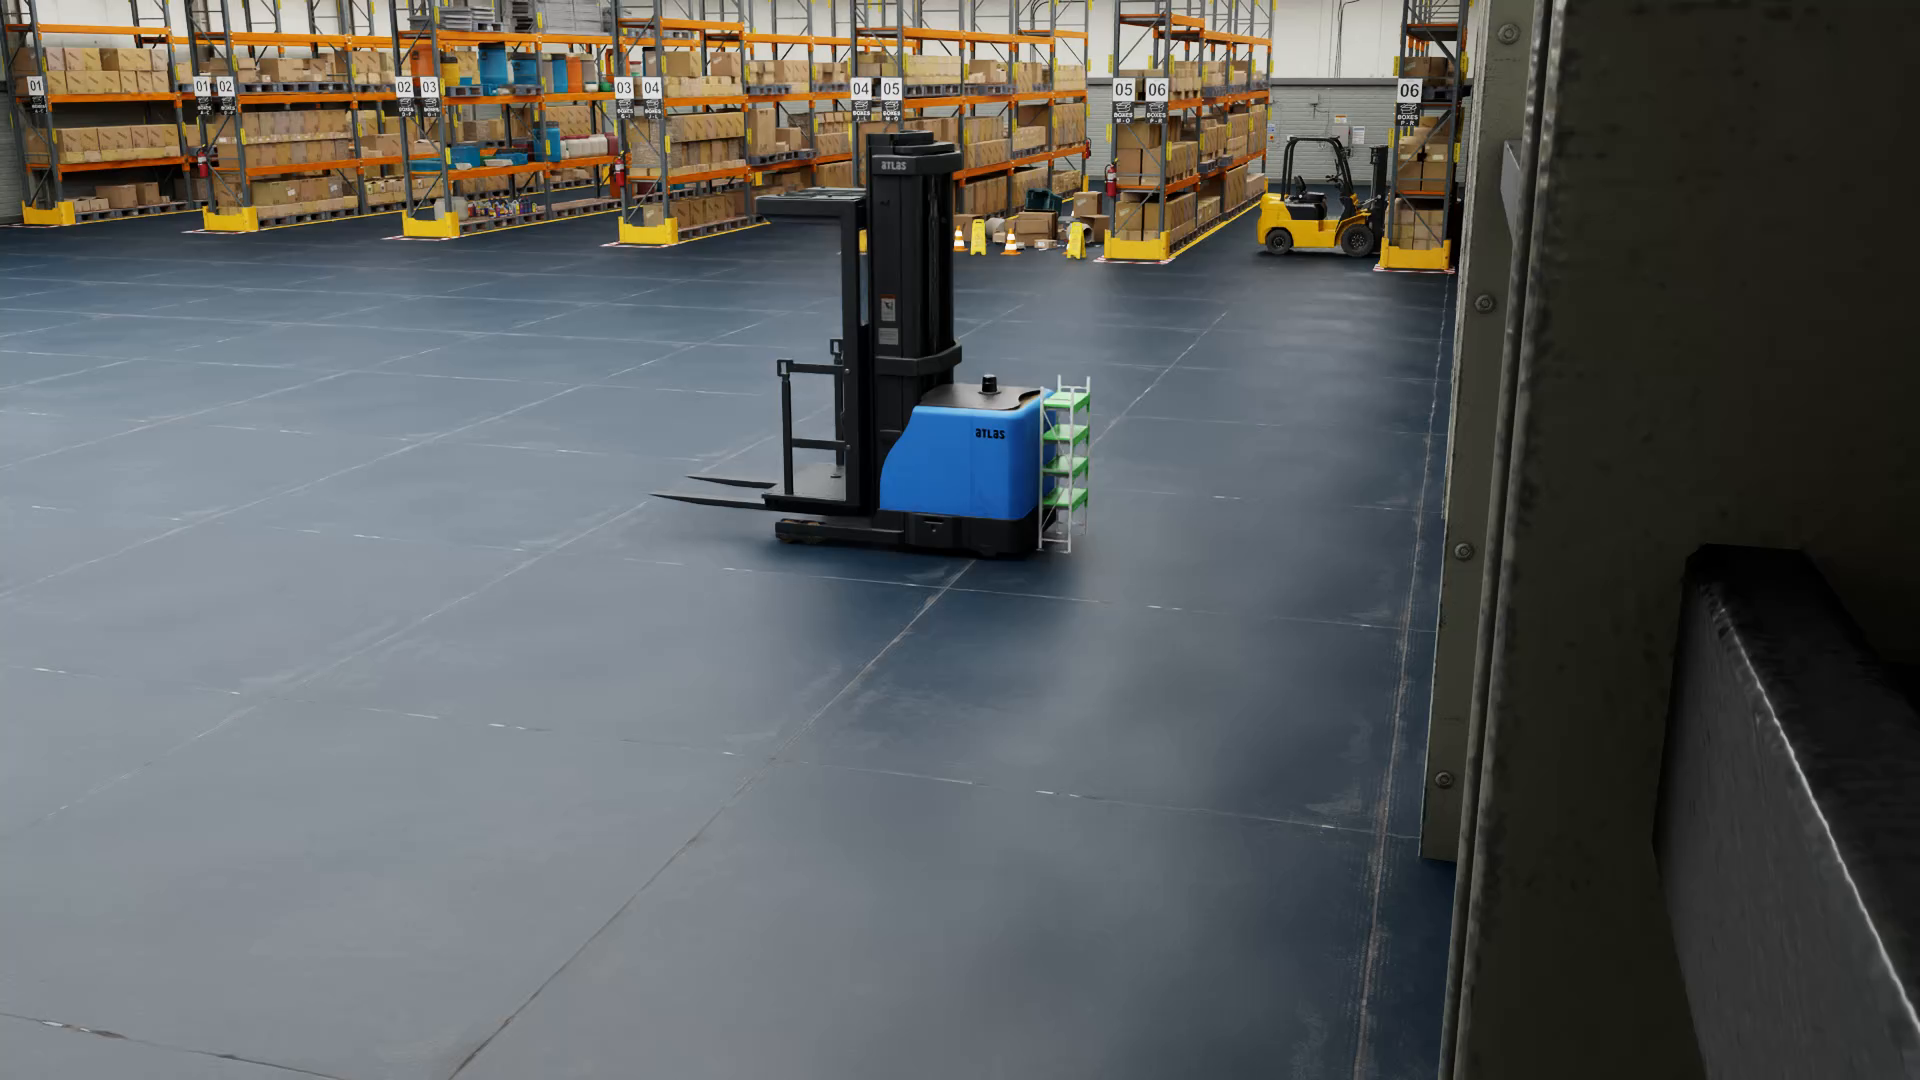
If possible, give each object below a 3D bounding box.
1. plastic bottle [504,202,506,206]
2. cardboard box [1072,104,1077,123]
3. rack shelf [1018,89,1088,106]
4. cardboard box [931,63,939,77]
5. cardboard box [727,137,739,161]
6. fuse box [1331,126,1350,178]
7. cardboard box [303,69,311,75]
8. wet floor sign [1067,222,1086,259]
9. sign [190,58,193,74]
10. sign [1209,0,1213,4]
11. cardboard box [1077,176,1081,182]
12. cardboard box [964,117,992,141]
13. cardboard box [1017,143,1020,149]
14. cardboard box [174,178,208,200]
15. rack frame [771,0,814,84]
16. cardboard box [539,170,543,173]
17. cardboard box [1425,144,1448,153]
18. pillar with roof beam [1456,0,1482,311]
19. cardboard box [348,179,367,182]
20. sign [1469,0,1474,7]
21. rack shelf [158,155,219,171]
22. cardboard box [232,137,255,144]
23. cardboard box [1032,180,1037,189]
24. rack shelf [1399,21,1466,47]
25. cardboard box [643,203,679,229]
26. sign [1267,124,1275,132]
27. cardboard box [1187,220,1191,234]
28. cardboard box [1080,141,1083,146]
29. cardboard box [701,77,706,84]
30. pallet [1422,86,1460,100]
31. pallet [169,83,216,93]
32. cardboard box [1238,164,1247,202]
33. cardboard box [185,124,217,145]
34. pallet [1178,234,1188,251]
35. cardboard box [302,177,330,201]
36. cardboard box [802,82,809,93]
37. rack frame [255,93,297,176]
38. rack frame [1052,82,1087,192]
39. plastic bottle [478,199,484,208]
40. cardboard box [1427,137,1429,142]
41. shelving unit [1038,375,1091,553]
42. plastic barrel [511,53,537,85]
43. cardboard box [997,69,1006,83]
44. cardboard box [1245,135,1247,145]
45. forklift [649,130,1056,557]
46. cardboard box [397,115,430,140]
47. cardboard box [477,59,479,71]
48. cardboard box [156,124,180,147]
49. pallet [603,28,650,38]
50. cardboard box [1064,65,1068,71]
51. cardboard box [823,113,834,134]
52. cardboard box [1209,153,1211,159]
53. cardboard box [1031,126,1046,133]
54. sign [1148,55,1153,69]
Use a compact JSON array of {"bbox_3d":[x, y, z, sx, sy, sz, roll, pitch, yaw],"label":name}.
[{"bbox_3d":[-10.083,-7.372,36.996,0.061,0.283,0.133,5,16,16],"label":"plastic bottle"},{"bbox_3d":[2.833,-11.435,44.588,0.500,0.500,0.500,6,17,19],"label":"cardboard box"},{"bbox_3d":[2.440,-11.745,44.063,1.077,0.370,4.000,5,16,16],"label":"rack shelf"},{"bbox_3d":[-0.727,-9.252,32.732,0.500,0.250,0.500,5,16,16],"label":"cardboard box"},{"bbox_3d":[-5.316,-8.521,36.147,0.875,0.500,0.500,5,16,16],"label":"cardboard box"},{"bbox_3d":[11.335,-11.470,49.633,0.539,1.711,0.414,5,16,16],"label":"fuse box"},{"bbox_3d":[-15.175,-10.629,37.947,0.500,0.311,0.500,4,16,13],"label":"cardboard box"},{"bbox_3d":[2.156,-5.529,30.639,0.267,0.644,0.232,11,19,35],"label":"wet floor sign"},{"bbox_3d":[-16.279,-10.042,35.263,0.100,0.325,0.005,5,16,16],"label":"sign"},{"bbox_3d":[6.121,-13.229,40.476,0.100,0.325,0.005,5,16,16],"label":"sign"},{"bbox_3d":[3.132,-9.985,45.945,0.380,0.149,0.250,4,16,14],"label":"cardboard box"},{"bbox_3d":[0.311,-9.224,37.337,0.700,0.500,0.500,4,16,15],"label":"cardboard box"},{"bbox_3d":[1.208,-9.402,39.670,0.380,0.149,0.250,5,17,19],"label":"cardboard box"},{"bbox_3d":[-19.183,-8.798,41.626,0.700,0.500,0.500,5,17,18],"label":"cardboard box"},{"bbox_3d":[-3.992,-12.376,39.470,1.000,3.000,0.127,5,16,16],"label":"rack frame"},{"bbox_3d":[-12.249,-10.591,48.292,0.500,0.311,0.500,5,16,16],"label":"cardboard box"},{"bbox_3d":[8.296,-6.819,28.955,0.380,0.149,0.250,4,16,15],"label":"cardboard box"},{"bbox_3d":[3.225,-8.007,24.067,9.100,9.000,0.400,5,16,16],"label":"pillar with roof beam"},{"bbox_3d":[-14.644,-8.626,40.486,0.500,0.311,0.500,5,17,17],"label":"cardboard box"},{"bbox_3d":[13.069,-13.793,42.467,0.100,0.325,0.005,5,16,16],"label":"sign"},{"bbox_3d":[-18.808,-9.773,42.605,1.077,0.370,4.000,5,16,16],"label":"rack shelf"},{"bbox_3d":[-15.445,-8.612,35.822,0.380,0.149,0.250,5,16,15],"label":"cardboard box"},{"bbox_3d":[1.606,-8.643,41.116,0.500,0.500,0.500,4,16,15],"label":"cardboard box"},{"bbox_3d":[8.564,-9.115,30.026,1.077,0.370,4.000,5,16,16],"label":"rack shelf"},{"bbox_3d":[-6.072,-6.558,33.765,0.500,0.500,0.500,8,18,26],"label":"cardboard box"},{"bbox_3d":[9.334,-12.441,50.199,0.327,0.218,0.001,5,16,16],"label":"sign"},{"bbox_3d":[4.320,-6.238,33.095,0.500,0.250,0.500,4,16,14],"label":"cardboard box"},{"bbox_3d":[3.186,-10.943,45.875,0.380,0.149,0.250,5,16,16],"label":"cardboard box"},{"bbox_3d":[-5.475,-9.489,34.336,0.380,0.149,0.250,4,16,14],"label":"cardboard box"},{"bbox_3d":[8.222,-7.828,29.095,1.003,0.211,1.213,5,16,16],"label":"pallet"},{"bbox_3d":[-19.099,-11.101,40.819,1.213,0.211,1.003,5,16,16],"label":"pallet"},{"bbox_3d":[6.546,-8.779,40.908,0.875,0.875,0.875,5,17,18],"label":"cardboard box"},{"bbox_3d":[-19.033,-10.131,41.562,0.700,0.500,0.500,6,17,22],"label":"cardboard box"},{"bbox_3d":[3.871,-5.834,32.512,1.003,0.211,1.213,5,16,16],"label":"pallet"},{"bbox_3d":[-14.840,-8.053,38.119,0.500,0.500,0.500,5,16,16],"label":"cardboard box"},{"bbox_3d":[-3.892,-10.717,39.394,0.500,0.250,0.500,5,16,16],"label":"cardboard box"},{"bbox_3d":[-18.240,-10.642,44.351,1.000,3.000,0.127,5,16,16],"label":"rack frame"},{"bbox_3d":[3.008,-11.171,46.219,1.000,3.000,0.127,5,16,16],"label":"rack frame"},{"bbox_3d":[-10.679,-7.425,37.057,0.144,0.351,0.185,4,16,15],"label":"plastic bottle"},{"bbox_3d":[8.787,-7.657,31.910,0.380,0.149,0.250,5,17,17],"label":"cardboard box"},{"bbox_3d":[0.760,-0.556,12.091,0.258,1.200,0.503,5,17,17],"label":"shelving unit"},{"bbox_3d":[-9.941,-10.661,38.004,0.600,0.901,0.708,5,16,16],"label":"plastic barrel"},{"bbox_3d":[0.725,-10.432,37.325,0.500,0.311,0.500,5,16,16],"label":"cardboard box"},{"bbox_3d":[6.754,-9.802,40.748,0.500,0.250,0.500,5,16,16],"label":"cardboard box"},{"bbox_3d":[-0.846,-1.505,12.265,3.031,2.935,1.130,5,17,18],"label":"forklift"},{"bbox_3d":[-16.523,-12.355,49.842,0.980,0.700,0.700,4,16,13],"label":"cardboard box"},{"bbox_3d":[-12.943,-12.571,44.521,0.600,0.600,0.600,4,16,14],"label":"cardboard box"},{"bbox_3d":[-19.214,-9.746,40.057,0.500,0.500,0.500,5,16,16],"label":"cardboard box"},{"bbox_3d":[-8.507,-12.663,41.562,1.213,0.211,1.003,5,16,16],"label":"pallet"},{"bbox_3d":[2.606,-12.326,43.419,0.380,0.149,0.250,5,17,19],"label":"cardboard box"},{"bbox_3d":[-3.581,-10.381,41.409,0.797,0.503,0.637,5,17,17],"label":"cardboard box"},{"bbox_3d":[5.104,-8.149,35.254,0.380,0.149,0.250,5,17,16],"label":"cardboard box"},{"bbox_3d":[1.944,-10.372,42.001,0.380,0.149,0.250,5,17,18],"label":"cardboard box"},{"bbox_3d":[3.839,-9.598,33.505,0.100,0.325,0.005,5,16,16],"label":"sign"}]
